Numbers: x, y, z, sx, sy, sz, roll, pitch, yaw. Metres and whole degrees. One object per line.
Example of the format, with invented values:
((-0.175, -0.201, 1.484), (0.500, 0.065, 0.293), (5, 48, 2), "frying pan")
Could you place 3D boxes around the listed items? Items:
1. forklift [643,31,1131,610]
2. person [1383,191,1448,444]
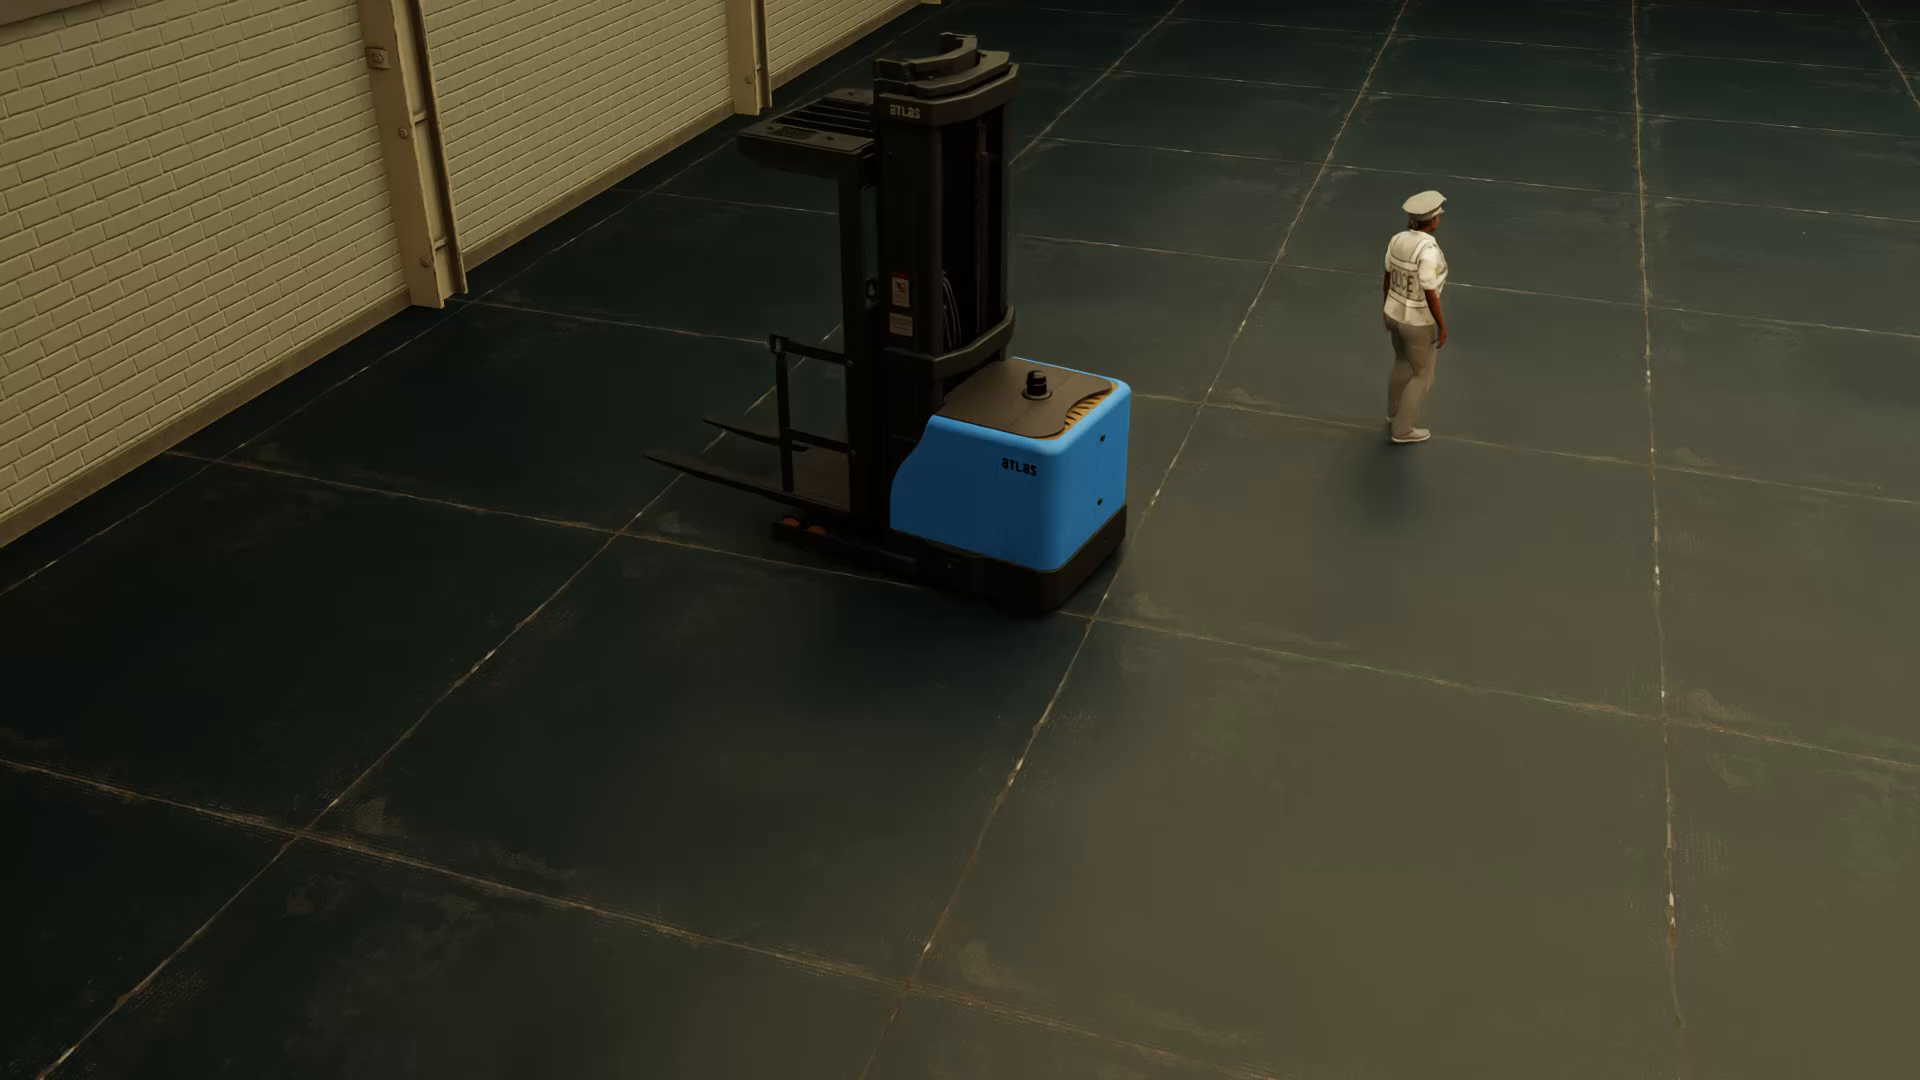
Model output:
((-0.545, -1.401, 9.595), (3.031, 2.935, 1.130), (16, 33, 25), "forklift")
((3.043, -1.459, 10.997), (0.470, 1.716, 0.530), (-11, 32, -19), "person")
